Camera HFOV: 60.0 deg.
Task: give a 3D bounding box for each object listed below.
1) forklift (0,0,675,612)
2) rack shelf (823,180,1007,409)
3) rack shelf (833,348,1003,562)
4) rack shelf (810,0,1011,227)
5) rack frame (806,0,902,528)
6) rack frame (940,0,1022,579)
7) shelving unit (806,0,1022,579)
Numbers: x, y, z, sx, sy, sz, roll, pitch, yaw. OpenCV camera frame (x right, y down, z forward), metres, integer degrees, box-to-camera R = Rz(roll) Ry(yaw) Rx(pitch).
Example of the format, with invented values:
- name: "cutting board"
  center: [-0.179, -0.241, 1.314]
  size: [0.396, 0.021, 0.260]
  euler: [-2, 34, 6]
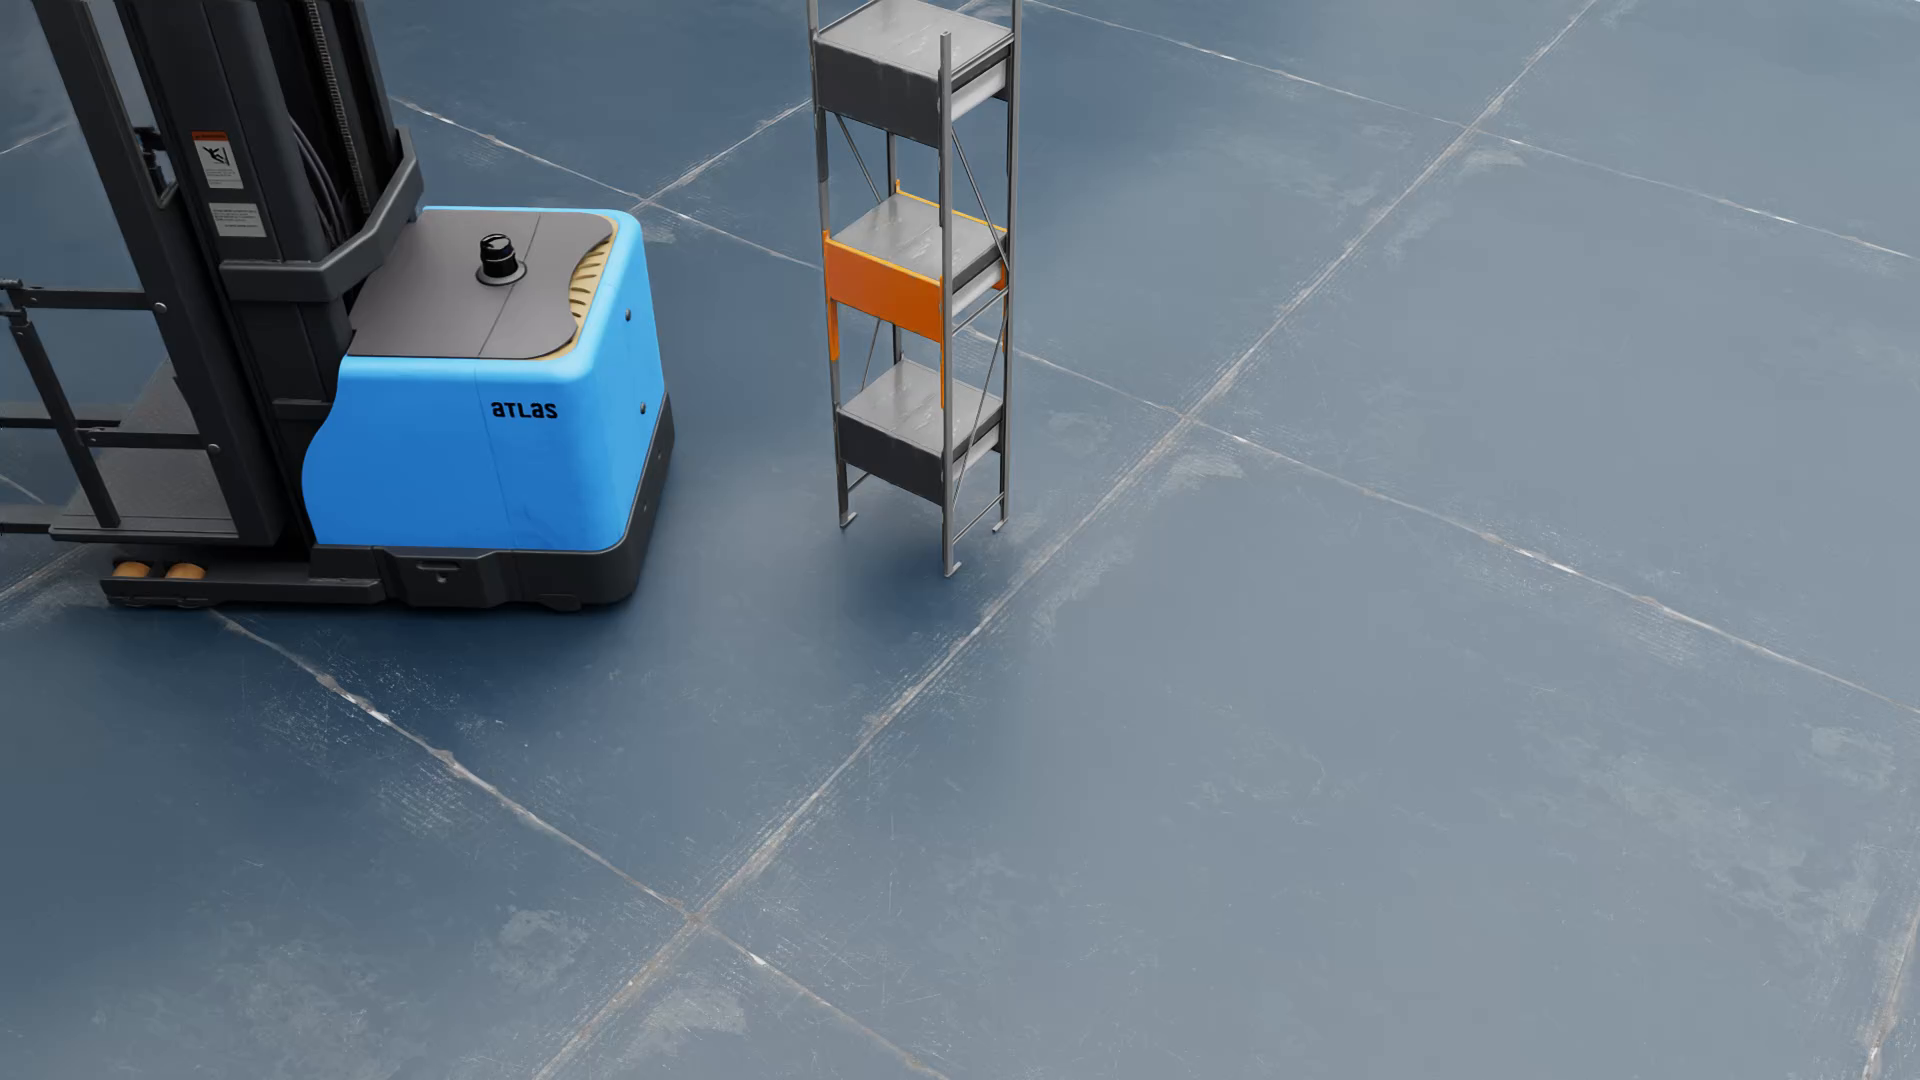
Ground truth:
- name: "forklift"
  center: [-2.659, -1.198, 5.391]
  size: [3.031, 2.935, 1.130]
  euler: [2, 42, 2]
- name: "rack shelf"
  center: [-0.136, -0.836, 5.630]
  size: [0.480, 0.518, 0.431]
  euler: [25, 48, 25]
- name: "rack shelf"
  center: [-0.136, -0.314, 6.097]
  size: [0.480, 0.518, 0.431]
  euler: [25, 48, 25]
- name: "rack shelf"
  center: [-0.136, -1.357, 5.163]
  size: [0.480, 0.518, 0.431]
  euler: [25, 48, 25]
- name: "rack frame"
  center: [-0.335, -0.939, 5.725]
  size: [0.015, 2.100, 0.400]
  euler: [25, 48, 25]
- name: "rack frame"
  center: [0.064, -0.752, 5.516]
  size: [0.015, 2.100, 0.400]
  euler: [25, 48, 25]
- name: "shelving unit"
  center: [-0.136, -0.846, 5.621]
  size: [0.503, 2.100, 0.431]
  euler: [25, 48, 25]
